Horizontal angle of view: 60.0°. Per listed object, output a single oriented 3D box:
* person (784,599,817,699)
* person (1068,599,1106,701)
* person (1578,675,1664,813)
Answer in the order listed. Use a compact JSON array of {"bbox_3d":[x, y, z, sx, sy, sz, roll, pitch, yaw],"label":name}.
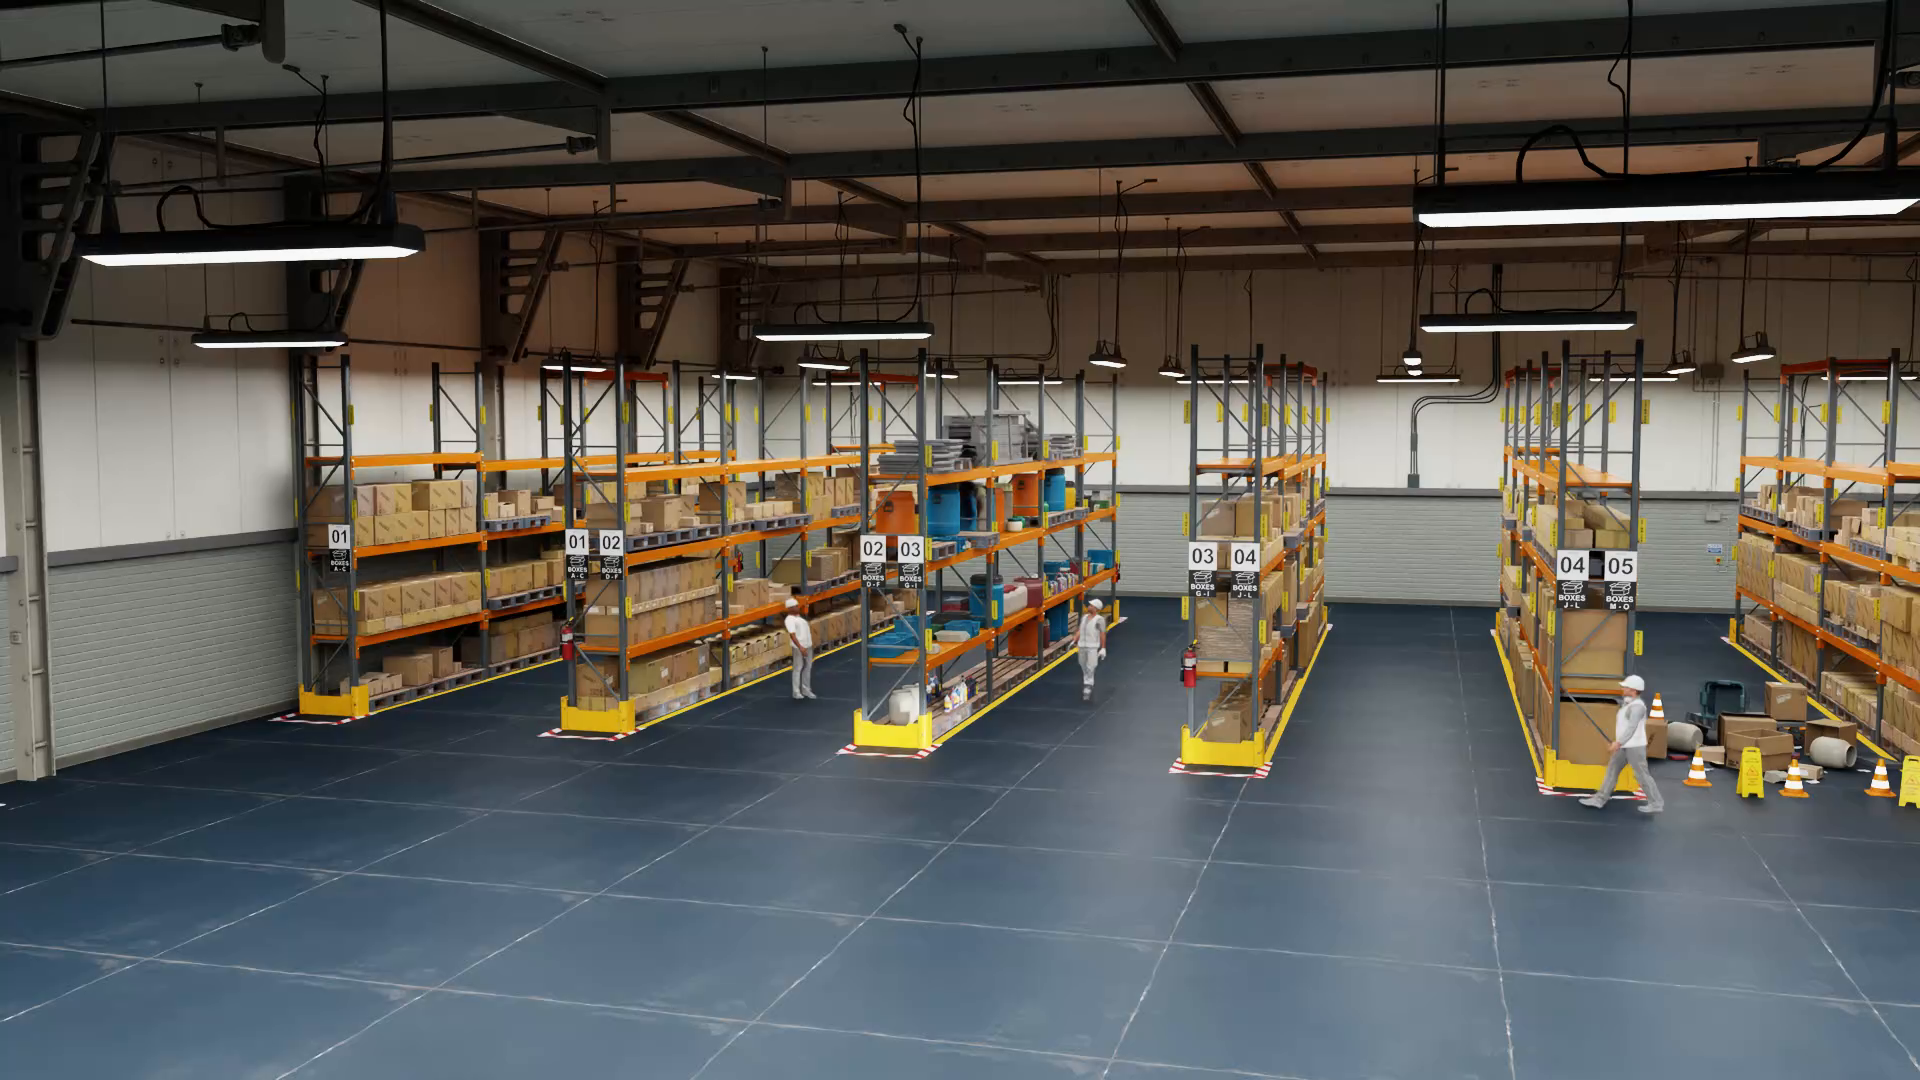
[{"bbox_3d":[-2.780,1.922,29.331,0.652,1.782,0.673,3,5,38],"label":"person"},{"bbox_3d":[2.219,1.906,29.216,0.687,1.729,0.963,2,5,24],"label":"person"},{"bbox_3d":[8.341,2.552,20.875,0.980,1.721,0.551,1,4,8],"label":"person"}]
